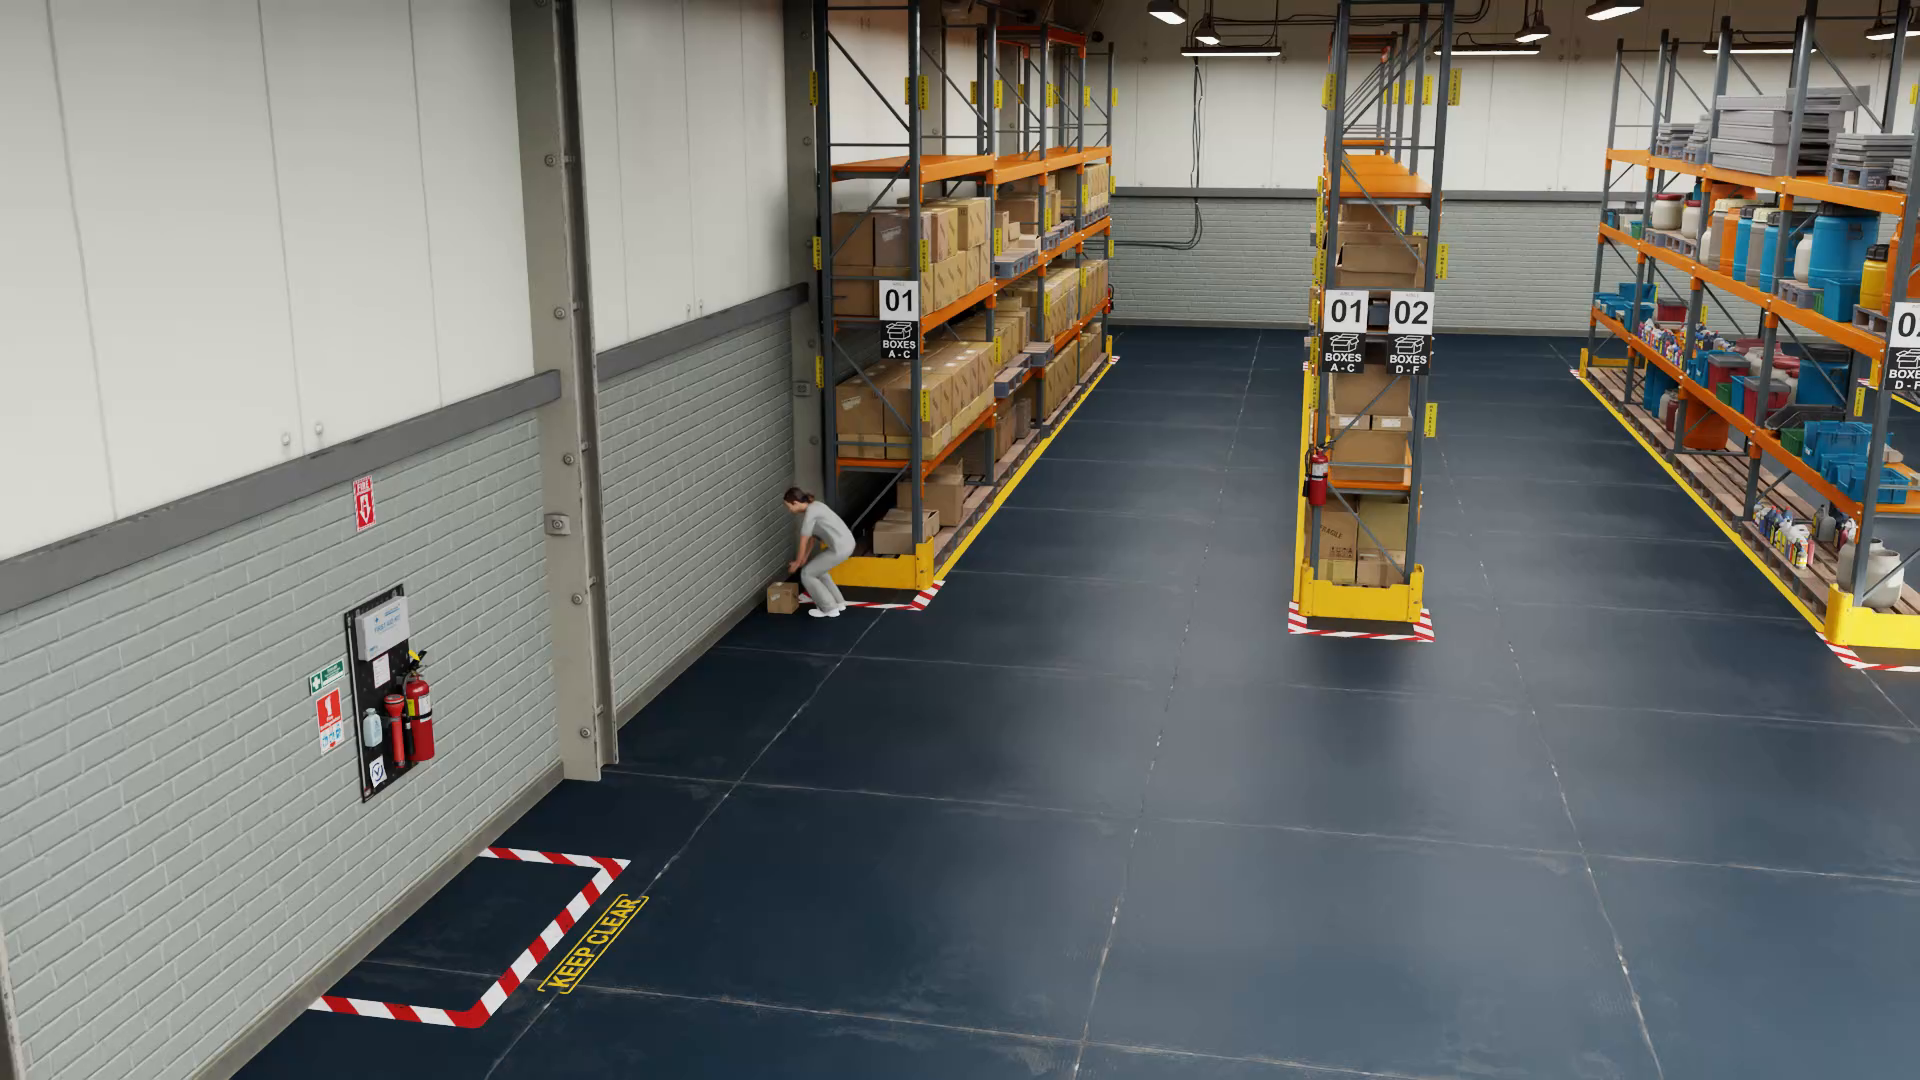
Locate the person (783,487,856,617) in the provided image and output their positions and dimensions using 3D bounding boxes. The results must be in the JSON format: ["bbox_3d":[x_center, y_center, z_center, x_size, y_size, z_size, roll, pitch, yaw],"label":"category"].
[{"bbox_3d":[-1.386,0.114,16.380,0.697,1.275,0.492,3,15,11],"label":"person"}]
